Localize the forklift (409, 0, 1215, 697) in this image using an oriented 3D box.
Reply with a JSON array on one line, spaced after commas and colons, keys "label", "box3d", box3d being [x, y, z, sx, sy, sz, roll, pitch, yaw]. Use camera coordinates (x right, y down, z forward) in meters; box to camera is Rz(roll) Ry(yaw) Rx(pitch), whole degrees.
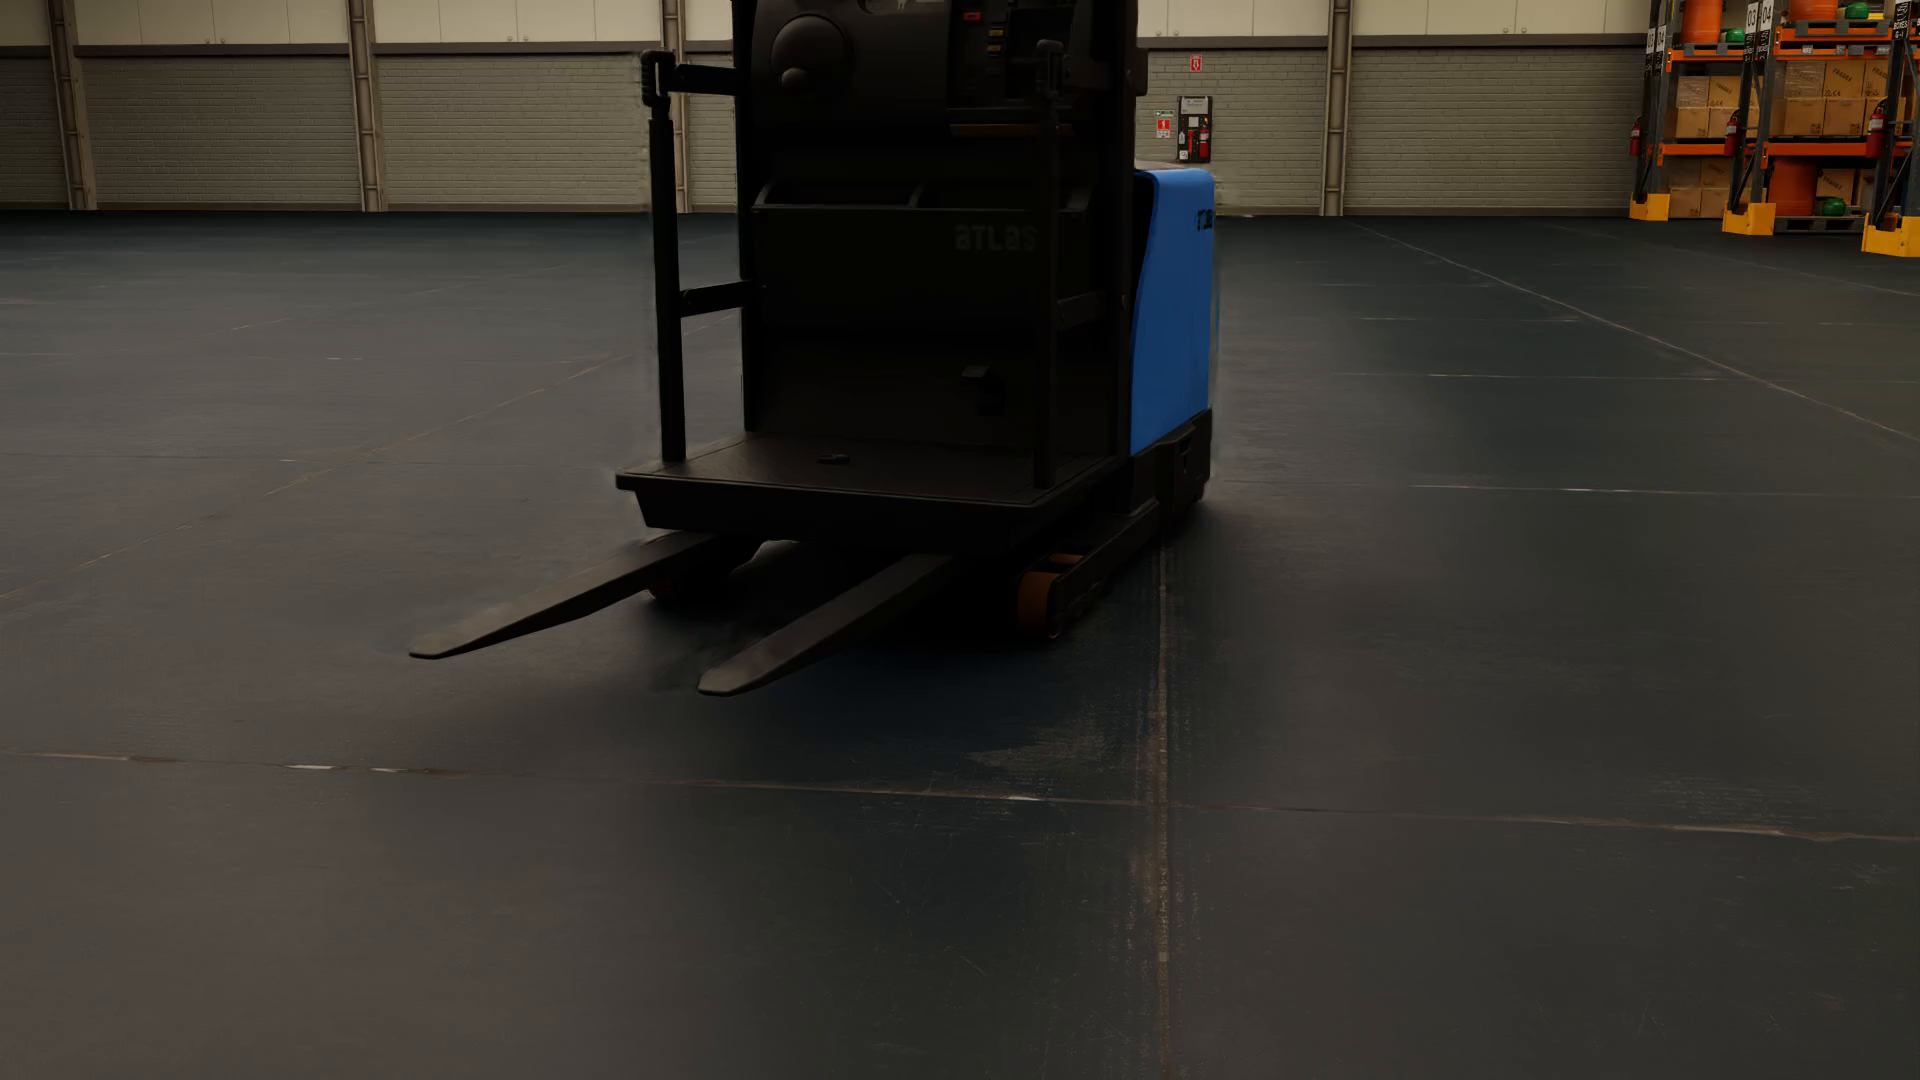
[{"label": "forklift", "box3d": [-0.173, -1.296, 4.053, 1.130, 2.935, 3.031, 5, 14, 20]}]
